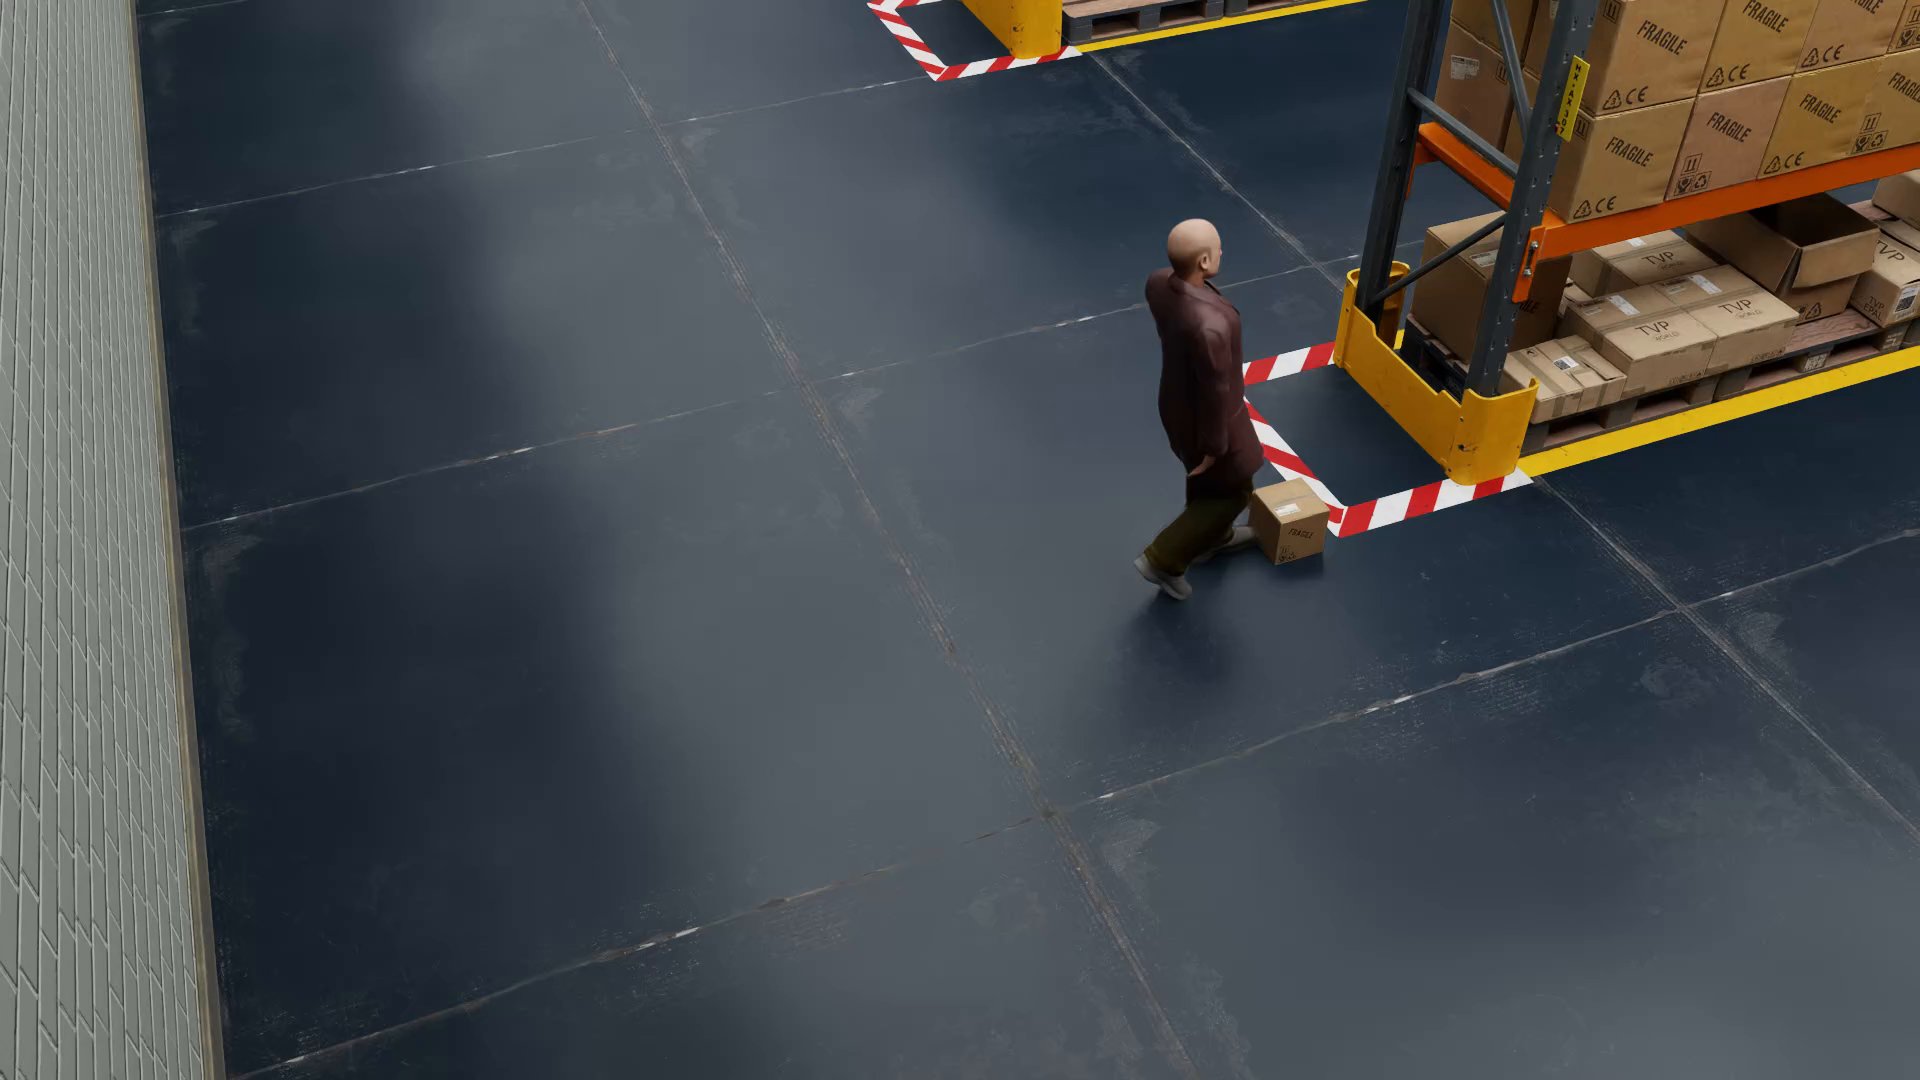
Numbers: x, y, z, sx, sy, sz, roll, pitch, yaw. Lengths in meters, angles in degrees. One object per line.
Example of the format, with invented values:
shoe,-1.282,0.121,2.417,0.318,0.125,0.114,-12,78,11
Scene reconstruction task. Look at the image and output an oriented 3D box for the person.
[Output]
person,1.037,-0.517,6.807,0.708,1.793,0.606,-15,43,-16
